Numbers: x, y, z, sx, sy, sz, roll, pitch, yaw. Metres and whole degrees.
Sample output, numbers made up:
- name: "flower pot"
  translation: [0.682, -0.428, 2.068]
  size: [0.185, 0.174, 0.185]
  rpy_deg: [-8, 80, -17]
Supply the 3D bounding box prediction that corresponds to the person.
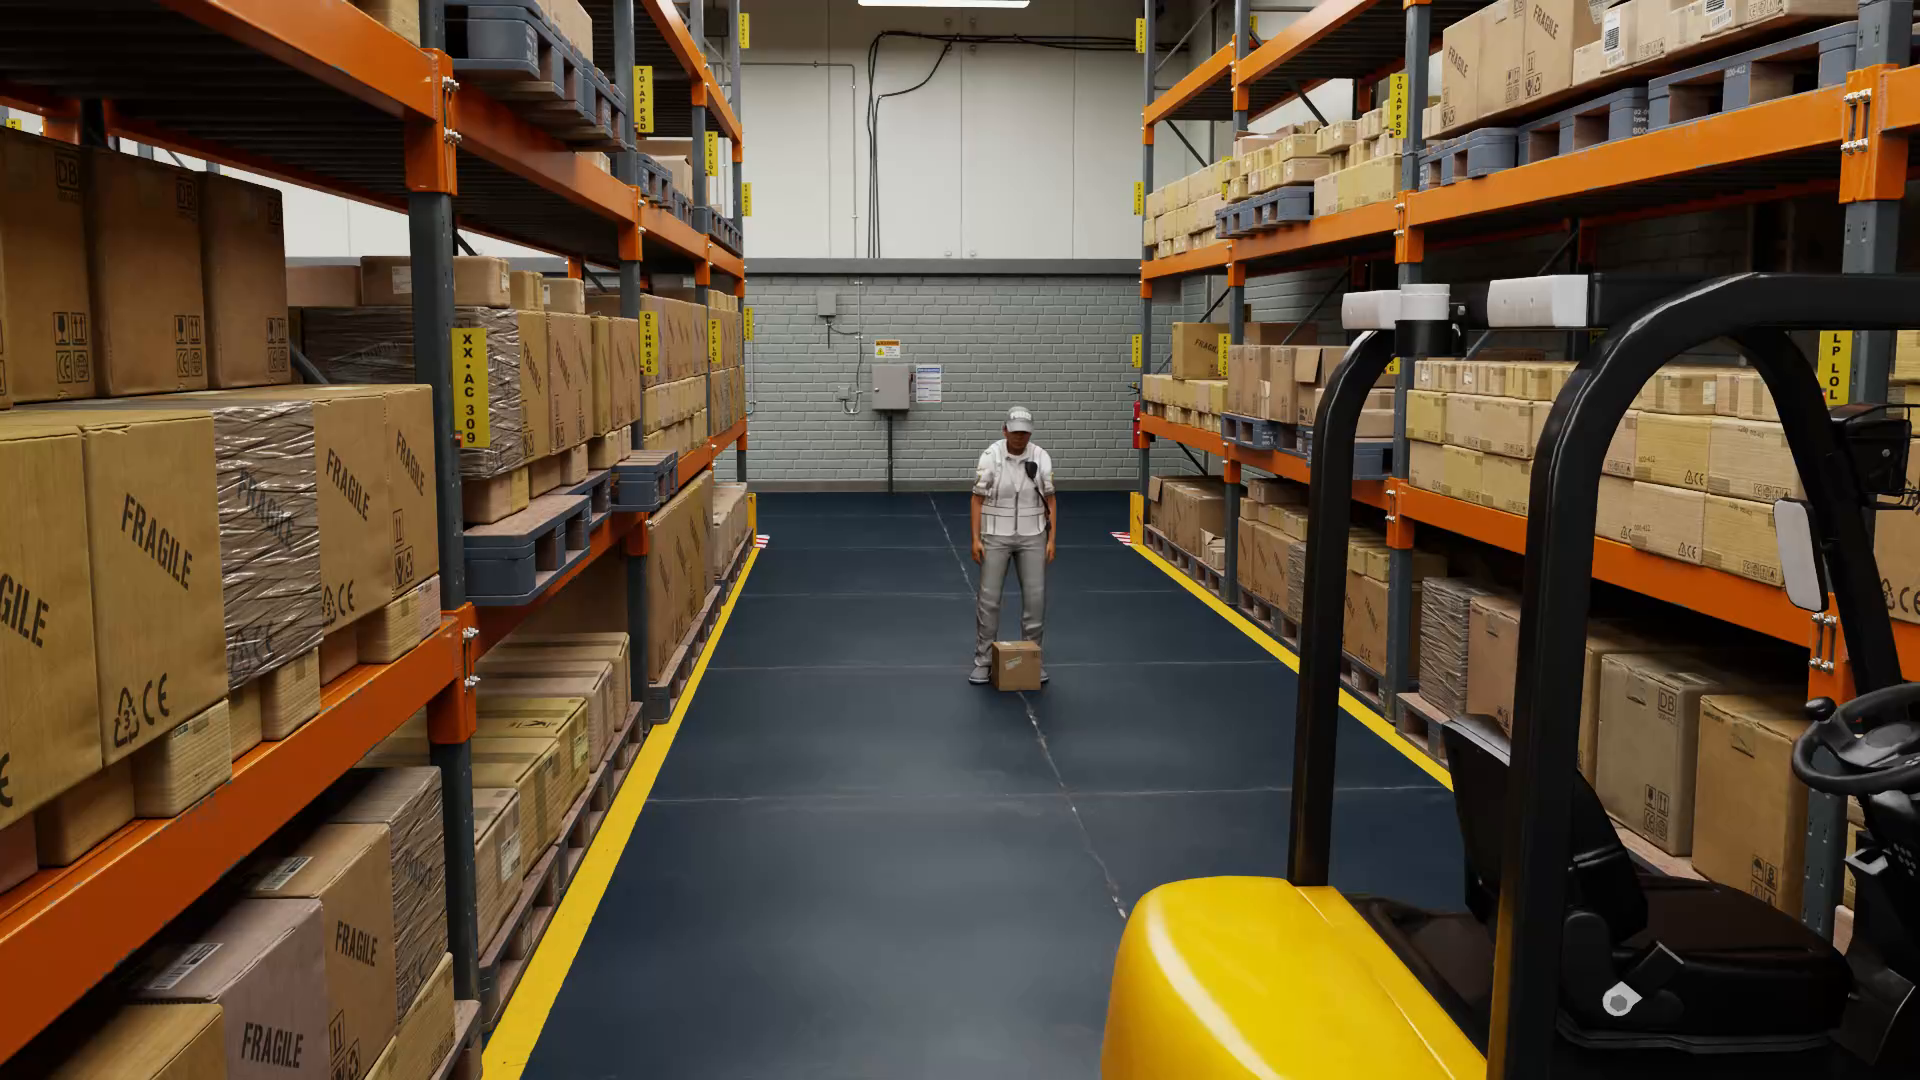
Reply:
- name: "person"
  translation: [0.320, 0.022, 10.041]
  size: [0.543, 1.666, 0.457]
  rpy_deg: [0, 7, -4]
